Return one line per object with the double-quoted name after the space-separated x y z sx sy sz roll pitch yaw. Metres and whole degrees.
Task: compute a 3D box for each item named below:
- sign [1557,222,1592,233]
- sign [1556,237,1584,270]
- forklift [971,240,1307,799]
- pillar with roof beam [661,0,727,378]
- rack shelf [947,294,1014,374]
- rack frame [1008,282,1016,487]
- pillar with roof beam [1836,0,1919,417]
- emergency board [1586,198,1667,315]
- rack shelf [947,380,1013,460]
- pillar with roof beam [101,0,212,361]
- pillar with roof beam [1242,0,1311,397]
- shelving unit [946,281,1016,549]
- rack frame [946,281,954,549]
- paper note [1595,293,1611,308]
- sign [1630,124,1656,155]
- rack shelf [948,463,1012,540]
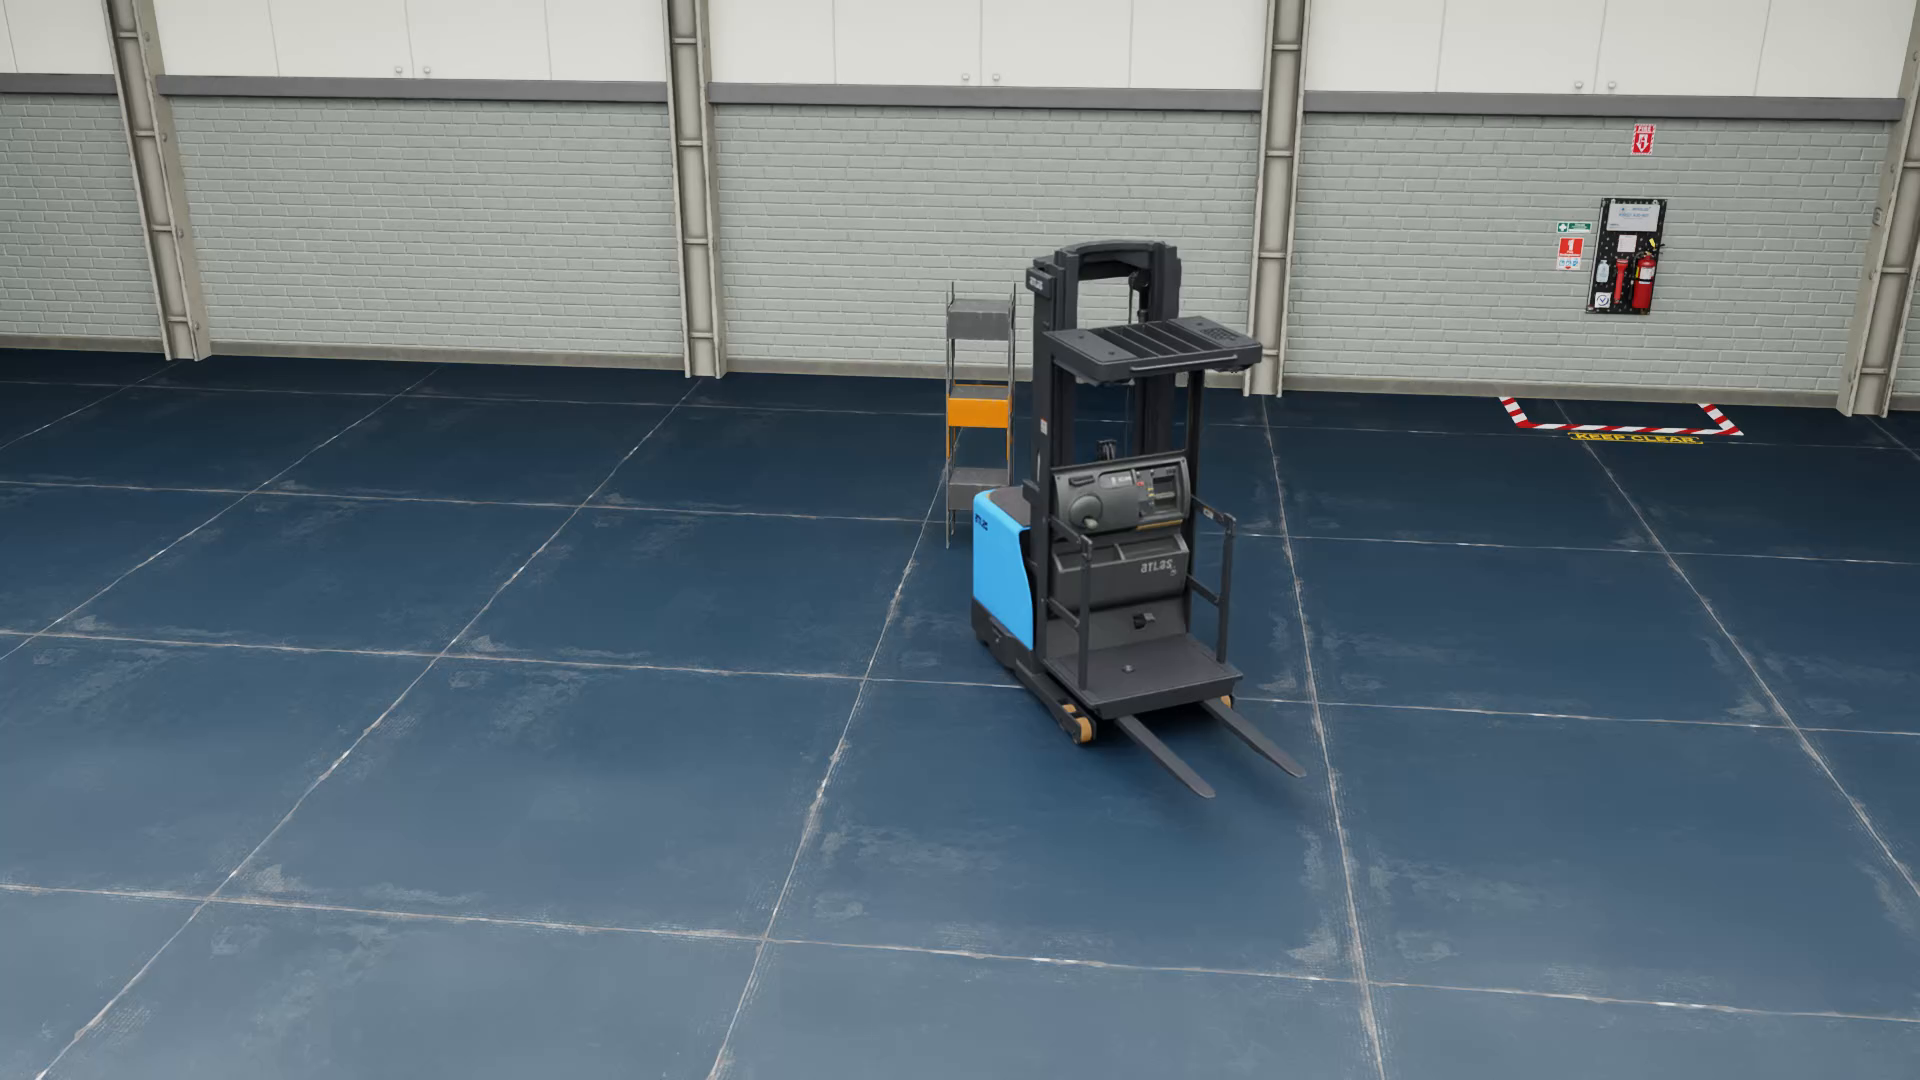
6.159 -3.134 16.676 0.331 0.109 0.001 2 22 6 "sign"
6.156 -2.891 16.782 0.234 0.329 0.001 2 22 6 "sign"
1.111 -0.267 10.289 1.130 2.935 3.031 -9 23 -21 "forklift"
-3.281 -4.429 12.562 0.400 9.000 9.100 2 22 6 "pillar with roof beam"
0.164 -1.608 12.943 0.480 0.518 0.431 2 22 6 "rack shelf"
0.407 -0.959 13.169 0.015 2.100 0.400 2 22 6 "rack frame"
8.636 -3.910 11.249 0.400 9.000 9.100 2 22 6 "pillar with roof beam"
6.693 -2.812 16.633 0.643 1.169 0.194 2 22 6 "emergency board"
0.164 -0.957 13.200 0.480 0.518 0.431 2 22 6 "rack shelf"
-9.239 -4.688 13.219 0.400 9.000 9.100 2 22 6 "pillar with roof beam"
2.678 -4.169 11.906 0.400 9.000 9.100 2 22 6 "pillar with roof beam"
0.164 -0.969 13.195 0.503 2.100 0.431 2 22 6 "shelving unit"
-0.078 -0.980 13.222 0.015 2.100 0.400 2 22 6 "rack frame"
6.525 -2.436 16.878 0.142 0.148 0.016 2 22 6 "paper note"
6.697 -3.927 16.300 0.199 0.298 0.001 2 22 6 "sign"
0.164 -0.306 13.458 0.480 0.518 0.431 2 22 6 "rack shelf"
